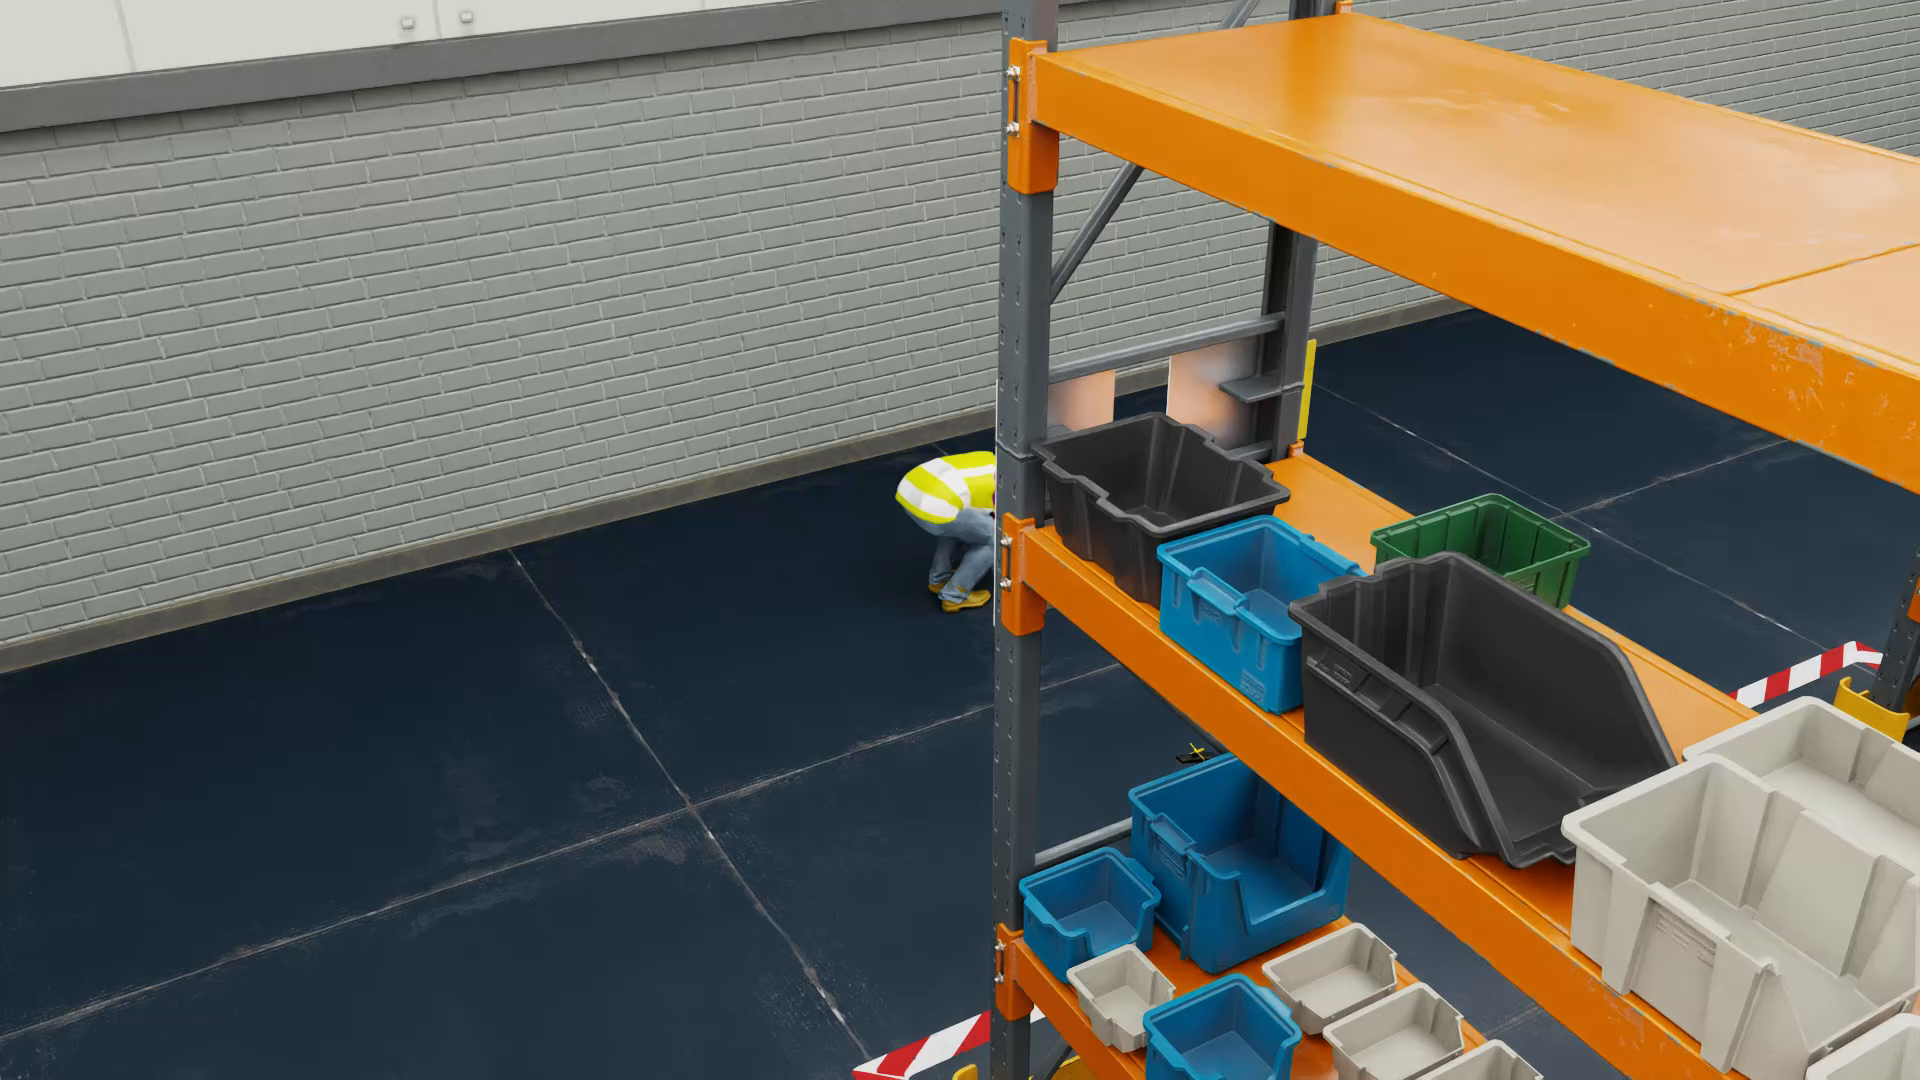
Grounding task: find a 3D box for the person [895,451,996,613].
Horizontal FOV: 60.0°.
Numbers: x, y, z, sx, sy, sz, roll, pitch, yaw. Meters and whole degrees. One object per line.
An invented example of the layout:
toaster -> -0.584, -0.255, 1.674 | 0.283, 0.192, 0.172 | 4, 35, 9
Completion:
person -> 0.100, -0.103, 9.653 | 0.978, 0.897, 0.514 | -17, 33, -28
